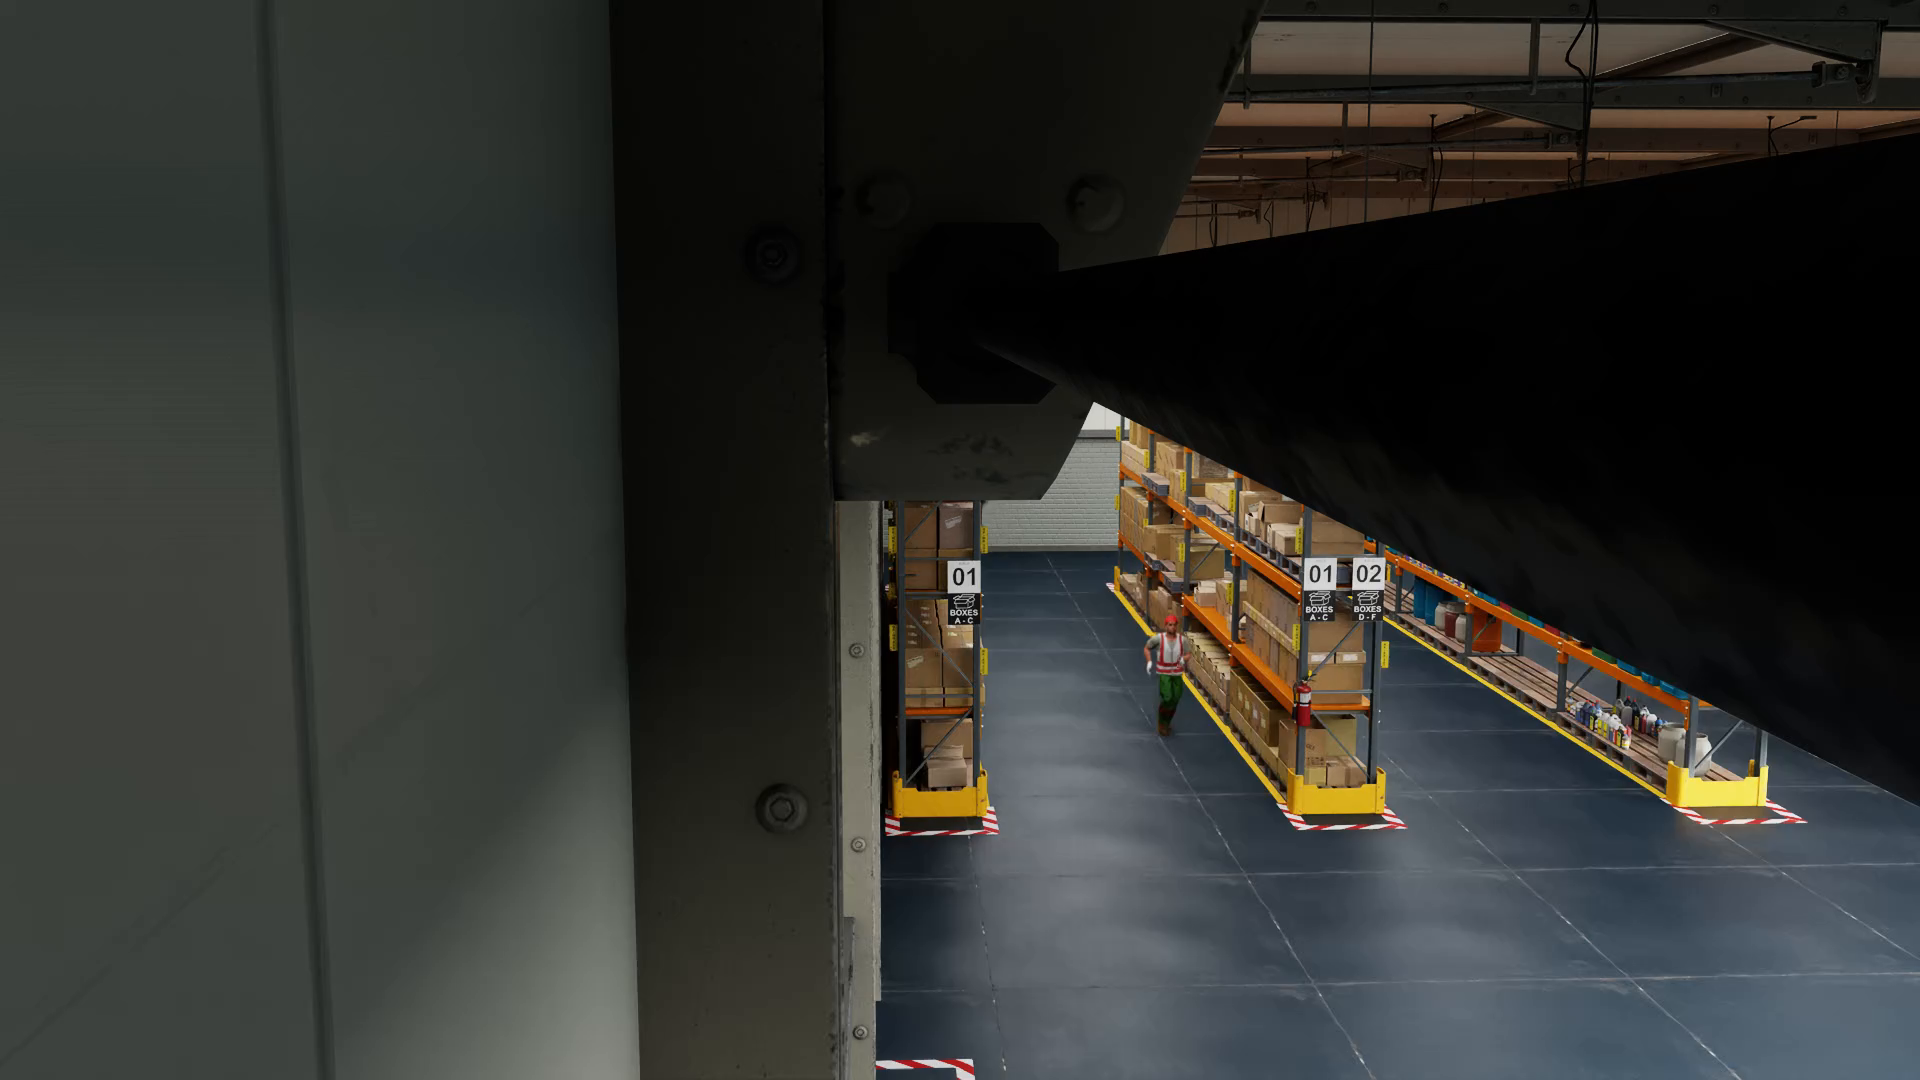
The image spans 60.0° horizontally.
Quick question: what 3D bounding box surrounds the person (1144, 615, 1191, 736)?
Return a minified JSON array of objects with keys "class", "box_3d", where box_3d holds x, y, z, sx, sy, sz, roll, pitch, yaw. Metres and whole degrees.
[{"class":"person","box_3d":[3.055,1.974,24.197,0.641,1.775,0.690,-2,8,-10]}]
